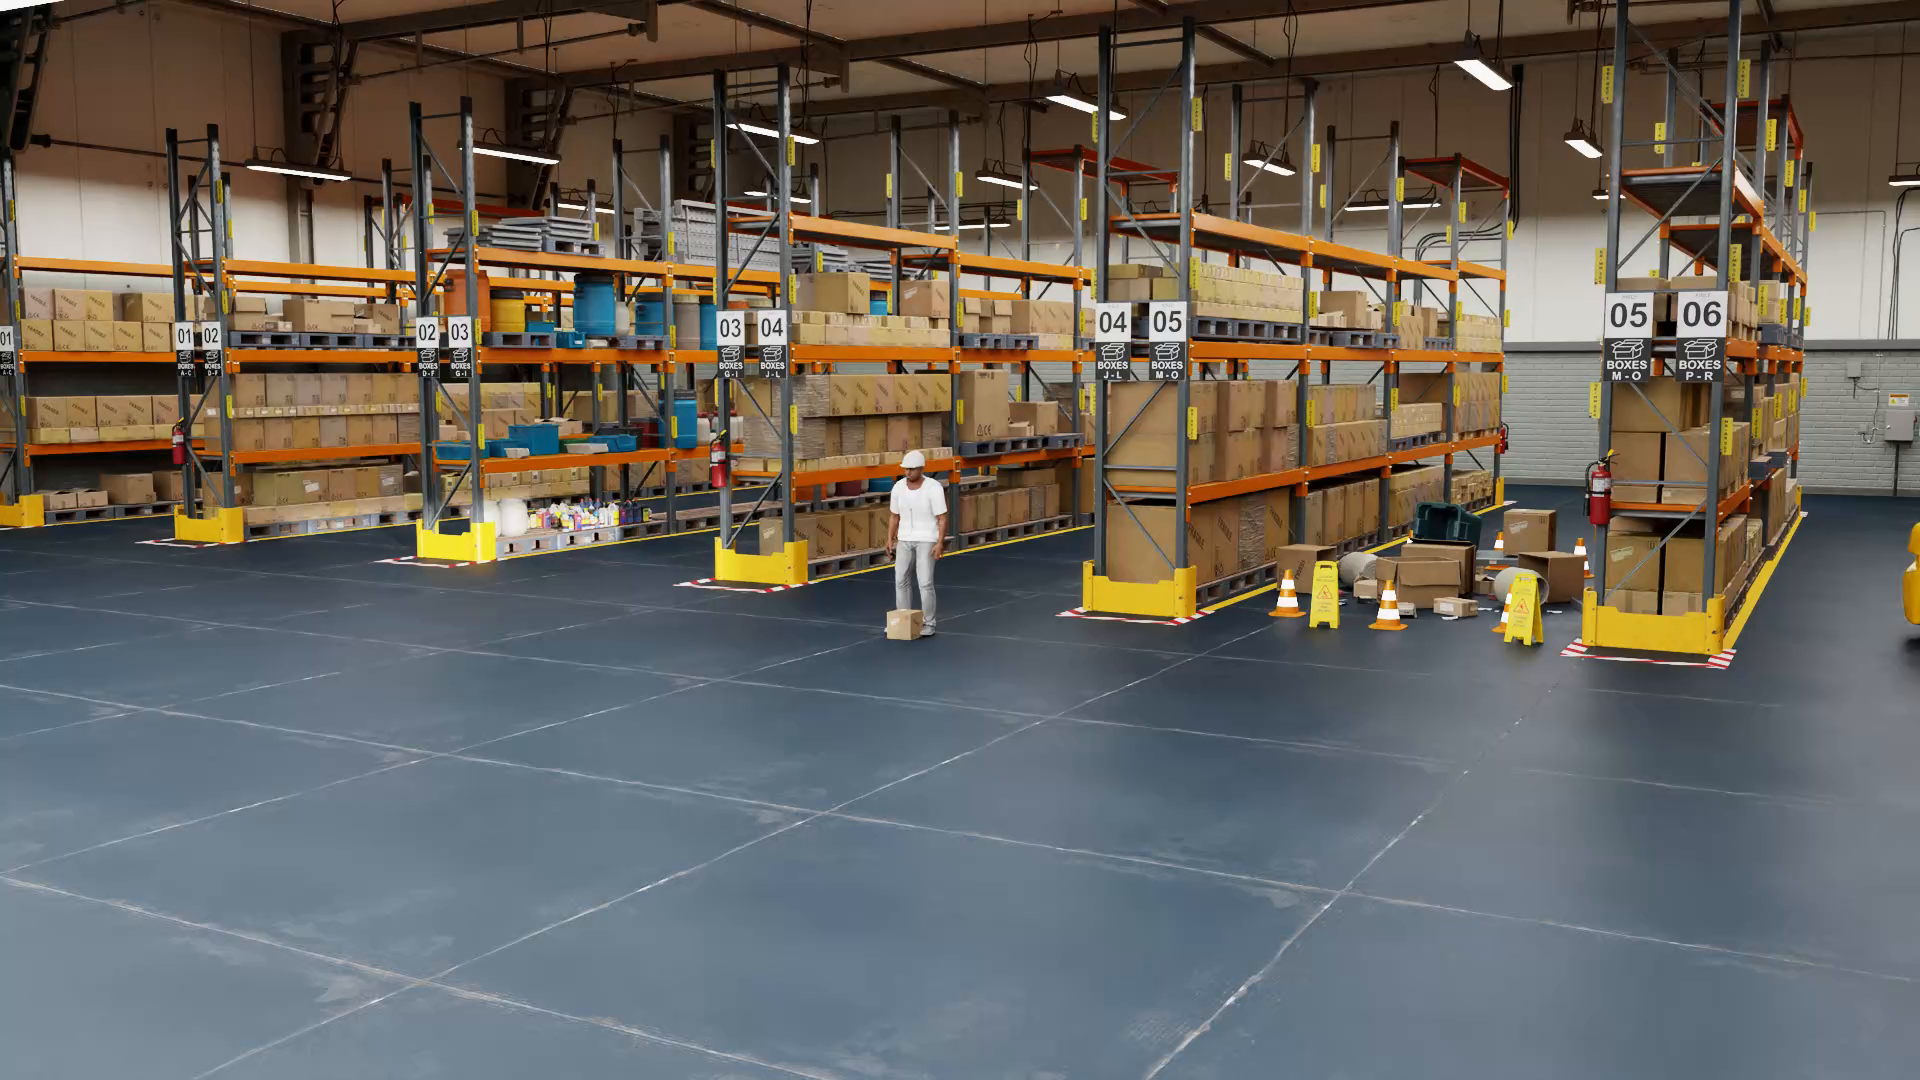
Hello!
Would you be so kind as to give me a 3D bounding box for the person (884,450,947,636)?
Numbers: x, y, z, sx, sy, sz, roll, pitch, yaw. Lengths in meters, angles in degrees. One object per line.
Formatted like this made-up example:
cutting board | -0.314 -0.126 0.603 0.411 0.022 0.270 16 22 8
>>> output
person | -0.424 0.025 15.813 0.628 1.761 0.458 3 7 29
